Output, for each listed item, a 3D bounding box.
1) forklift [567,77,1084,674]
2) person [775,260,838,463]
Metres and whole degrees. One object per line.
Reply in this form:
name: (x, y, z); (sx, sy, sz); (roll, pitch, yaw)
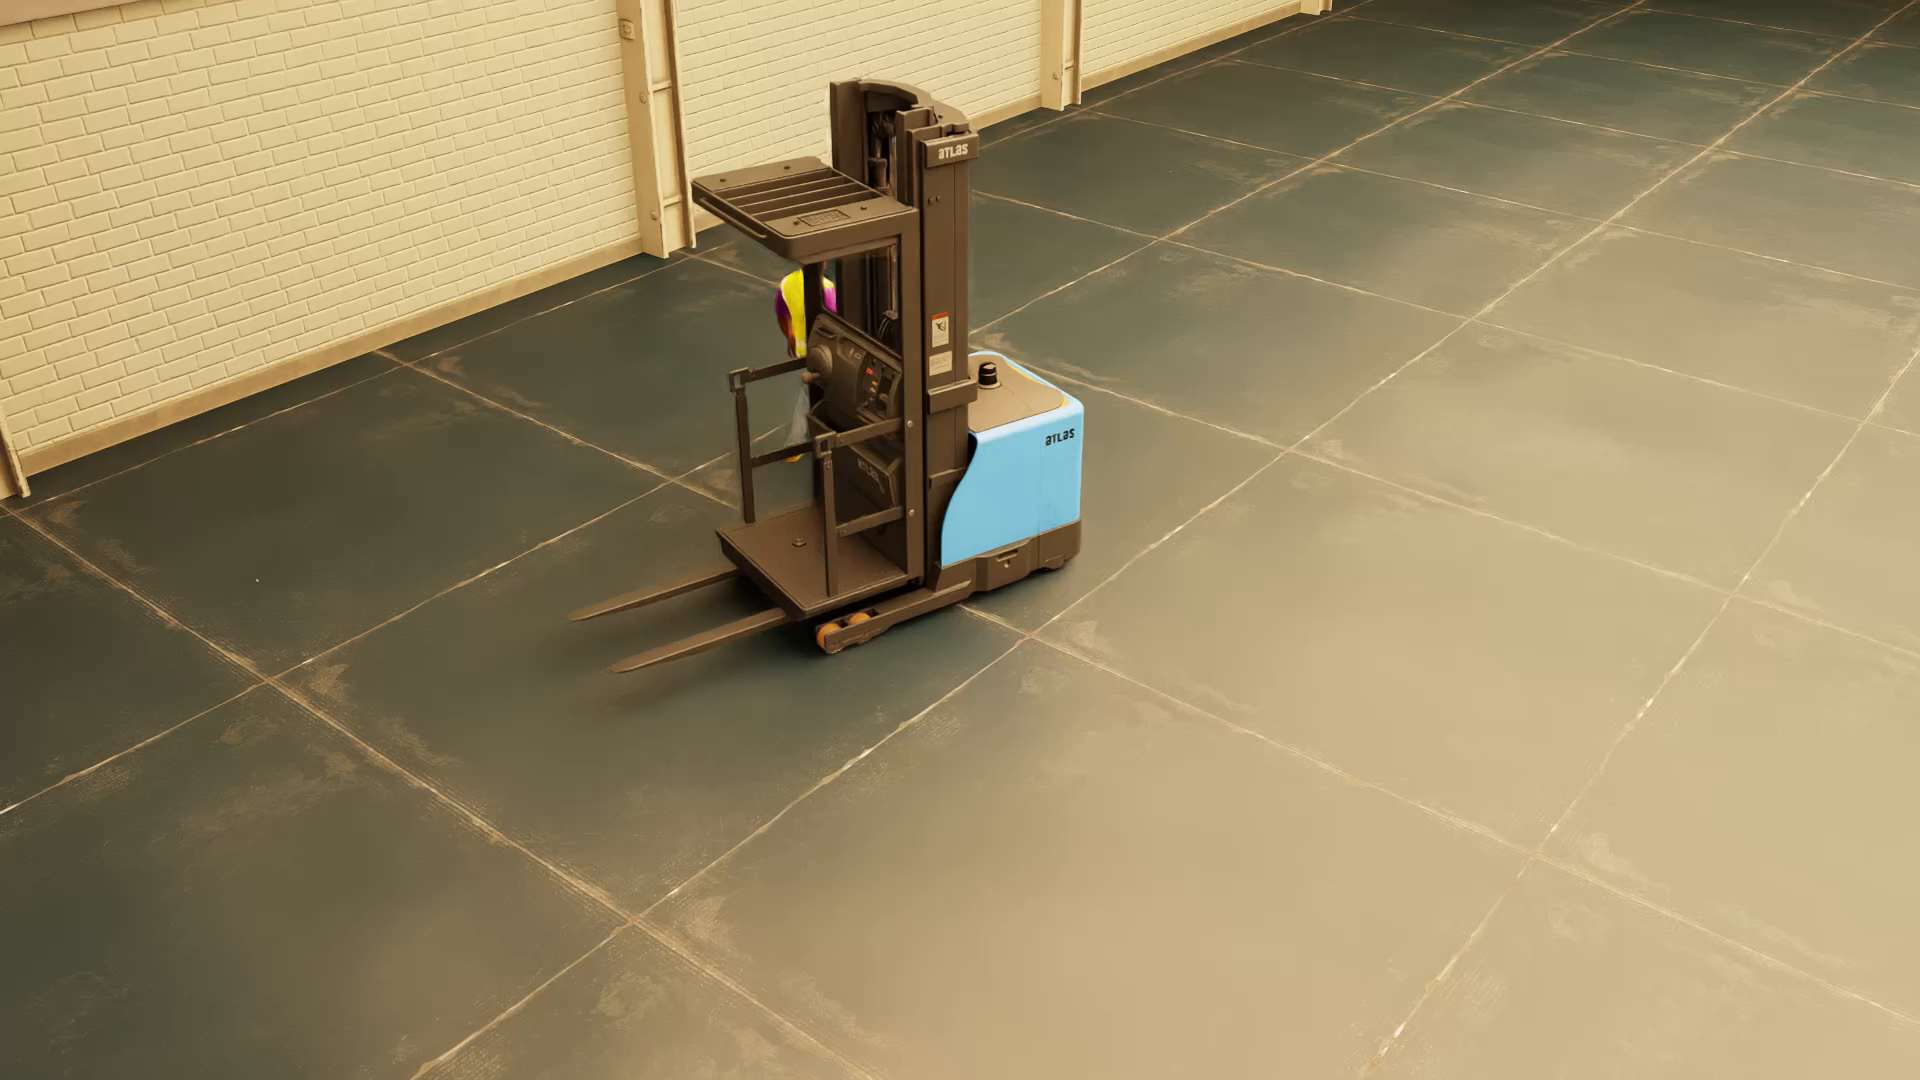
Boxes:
forklift: (-0.765, -0.929, 9.185); (3.031, 2.935, 1.130); (-19, 35, -29)
person: (-0.865, -1.231, 10.962); (0.488, 1.672, 0.954); (-23, 38, -34)
